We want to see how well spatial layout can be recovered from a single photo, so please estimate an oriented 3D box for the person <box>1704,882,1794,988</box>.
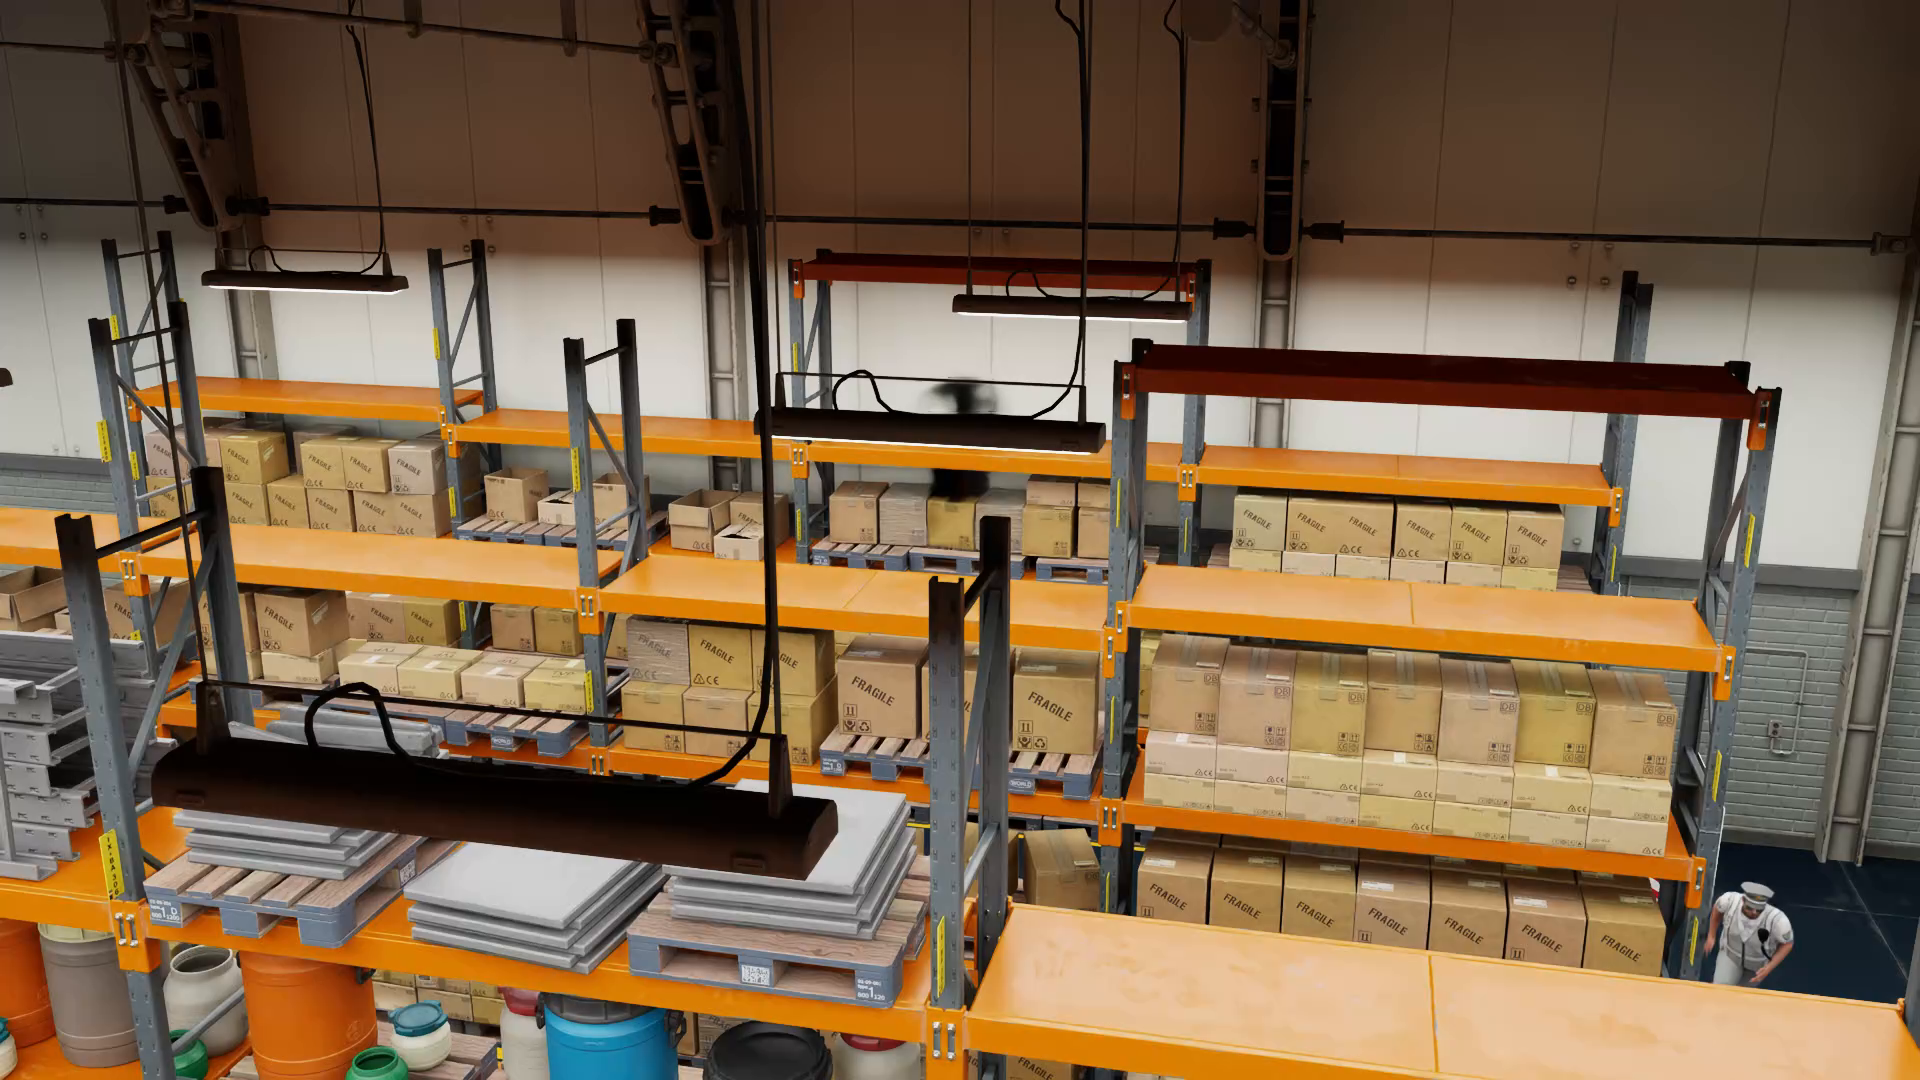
[{"bbox_3d":[6.553,3.425,13.814,0.656,1.603,1.073,10,19,30],"label":"person"}]
